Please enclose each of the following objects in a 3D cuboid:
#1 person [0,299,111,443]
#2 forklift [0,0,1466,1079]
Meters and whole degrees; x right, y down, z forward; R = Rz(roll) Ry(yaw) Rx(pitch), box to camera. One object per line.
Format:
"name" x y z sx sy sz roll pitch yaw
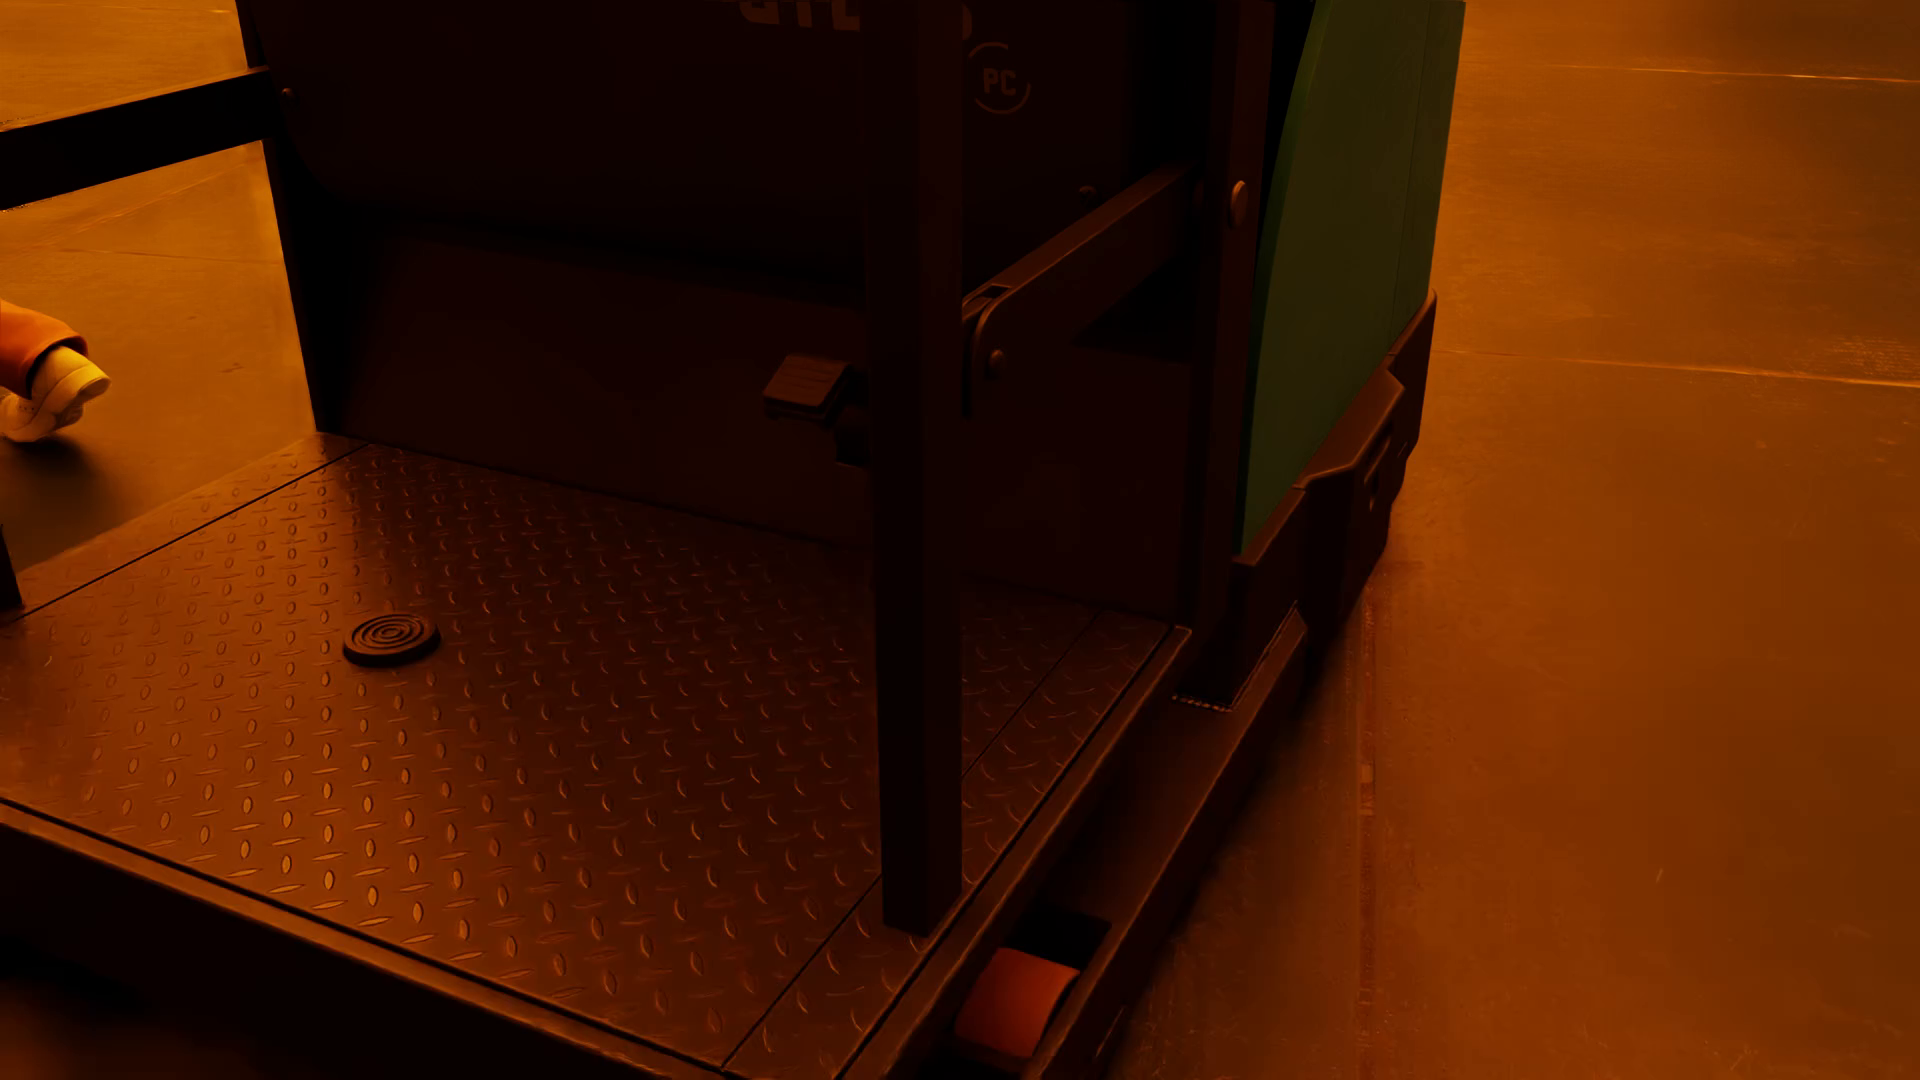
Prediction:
"person" -1.804 -0.661 2.262 0.871 1.408 0.959 -2 27 -5
"forklift" -0.358 -0.929 1.087 1.130 2.935 3.031 12 29 23
